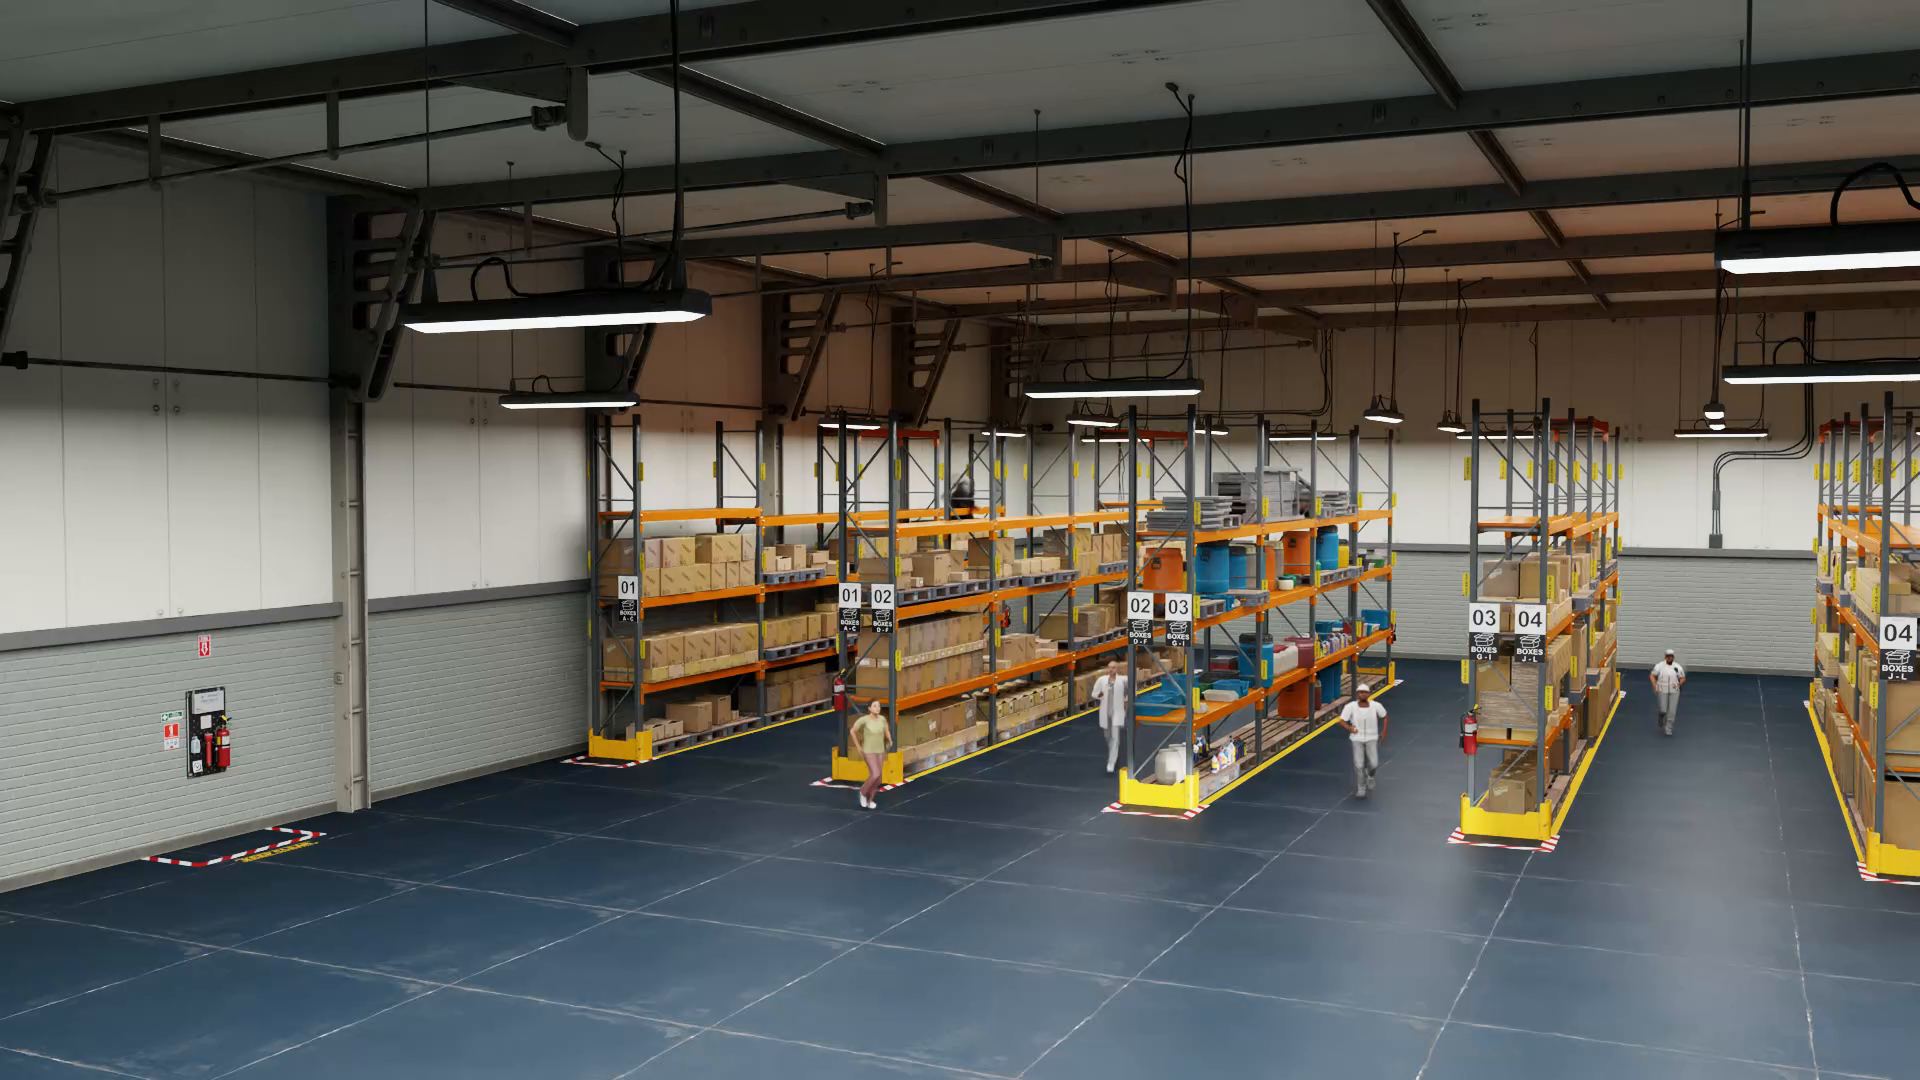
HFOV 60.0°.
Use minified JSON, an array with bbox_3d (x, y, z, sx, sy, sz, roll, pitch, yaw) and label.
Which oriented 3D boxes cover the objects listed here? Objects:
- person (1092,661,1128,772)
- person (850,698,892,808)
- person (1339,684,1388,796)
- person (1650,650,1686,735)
[{"bbox_3d":[2.559,2.931,27.958,0.698,1.798,0.971,1,2,20],"label":"person"},{"bbox_3d":[-1.262,3.162,24.653,0.586,1.638,0.557,-2,3,-38],"label":"person"},{"bbox_3d":[6.209,3.079,25.533,0.757,1.730,0.542,0,2,8],"label":"person"},{"bbox_3d":[13.472,2.899,31.635,0.619,1.604,0.556,1,2,16],"label":"person"}]
